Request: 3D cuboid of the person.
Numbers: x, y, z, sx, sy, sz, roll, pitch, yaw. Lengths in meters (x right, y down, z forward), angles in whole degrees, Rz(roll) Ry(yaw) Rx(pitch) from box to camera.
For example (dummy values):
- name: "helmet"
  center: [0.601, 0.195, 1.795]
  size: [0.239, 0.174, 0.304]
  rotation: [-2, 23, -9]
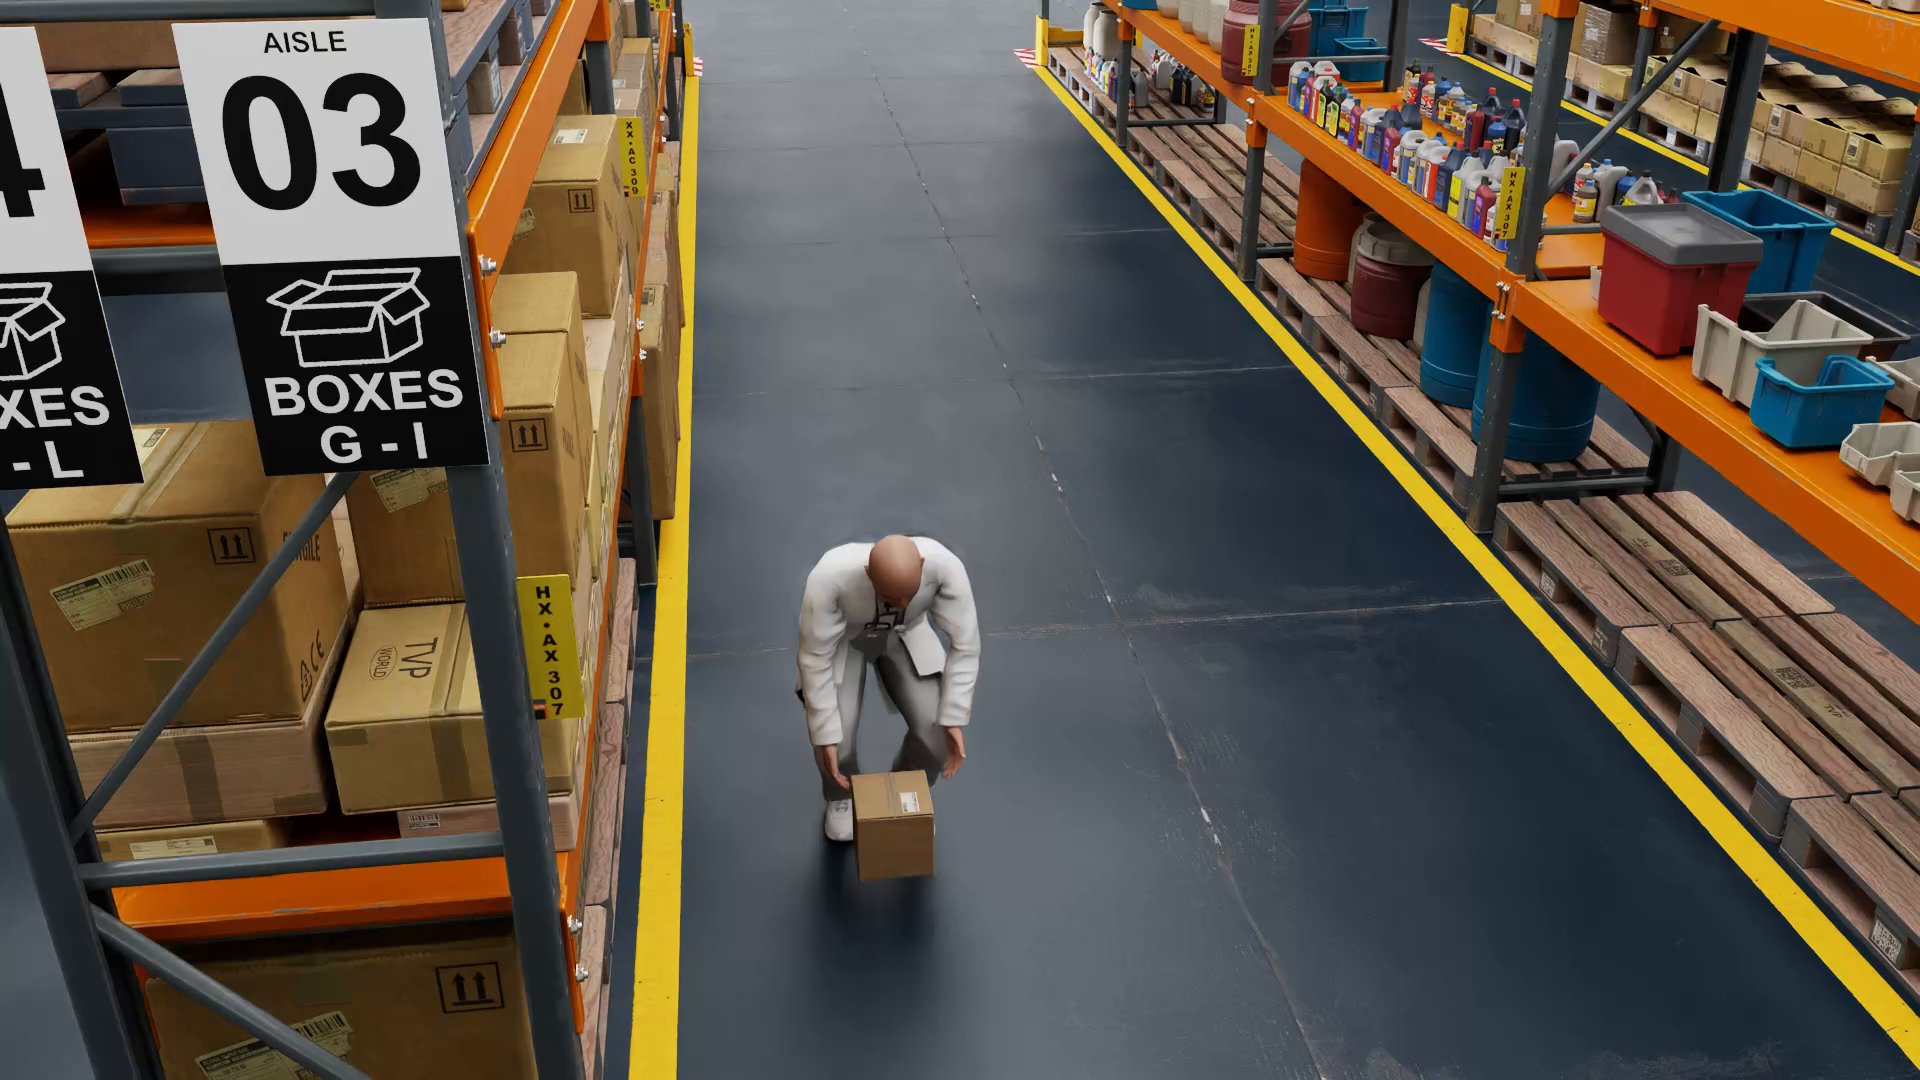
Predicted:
- name: "person"
  center: [-0.261, 0.454, 5.776]
  size: [0.633, 1.293, 0.775]
  rotation: [-4, 27, -7]
